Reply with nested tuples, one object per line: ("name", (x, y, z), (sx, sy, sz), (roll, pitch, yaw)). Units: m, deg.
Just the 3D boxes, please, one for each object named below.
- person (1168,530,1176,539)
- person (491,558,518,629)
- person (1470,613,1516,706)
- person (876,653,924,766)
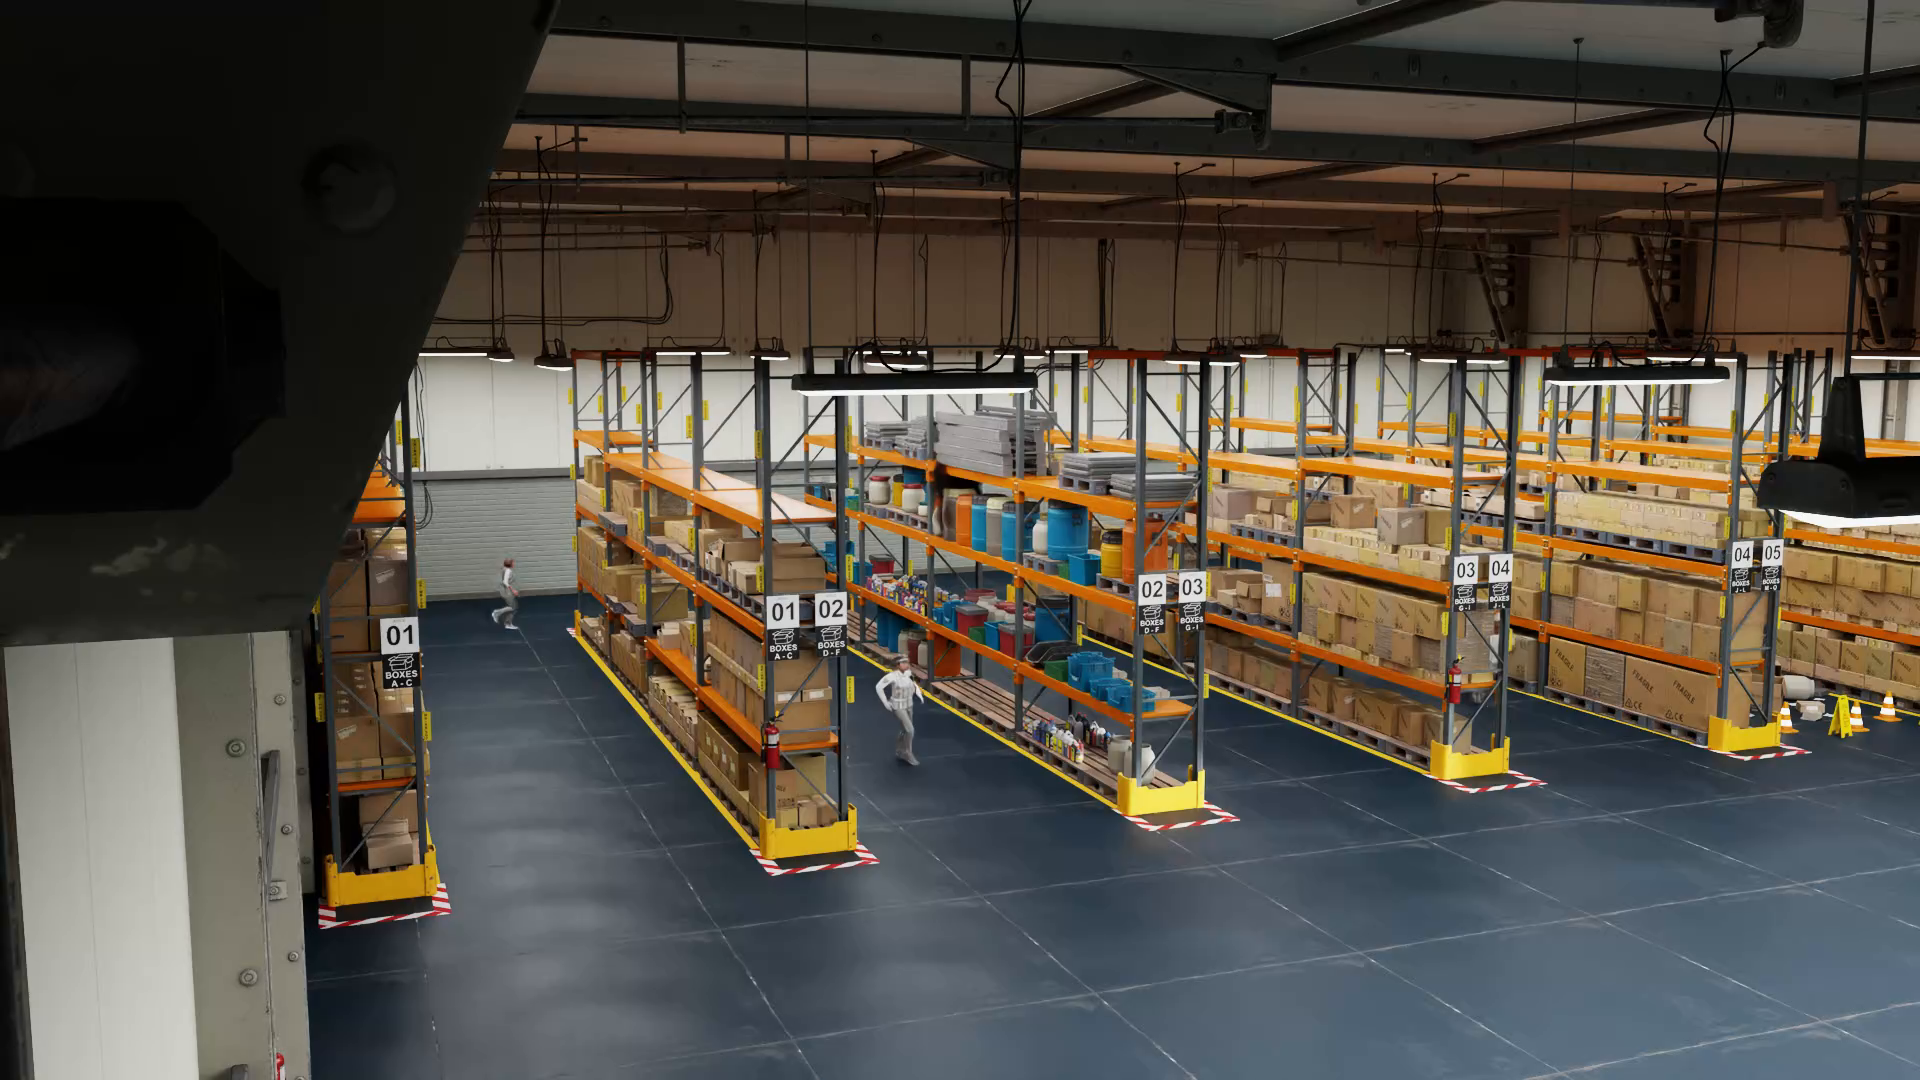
("person", (4.930, 0.504, 40.033), (0.616, 1.780, 0.852), (-1, 7, -7))
("person", (-9.766, 1.152, 35.613), (0.587, 1.555, 0.517), (-3, 8, -23))
("person", (8.971, 2.018, 28.099), (0.712, 1.621, 0.972), (-2, 7, -18))
("person", (-0.860, 2.477, 24.351), (0.643, 1.692, 0.684), (6, 10, 42))
